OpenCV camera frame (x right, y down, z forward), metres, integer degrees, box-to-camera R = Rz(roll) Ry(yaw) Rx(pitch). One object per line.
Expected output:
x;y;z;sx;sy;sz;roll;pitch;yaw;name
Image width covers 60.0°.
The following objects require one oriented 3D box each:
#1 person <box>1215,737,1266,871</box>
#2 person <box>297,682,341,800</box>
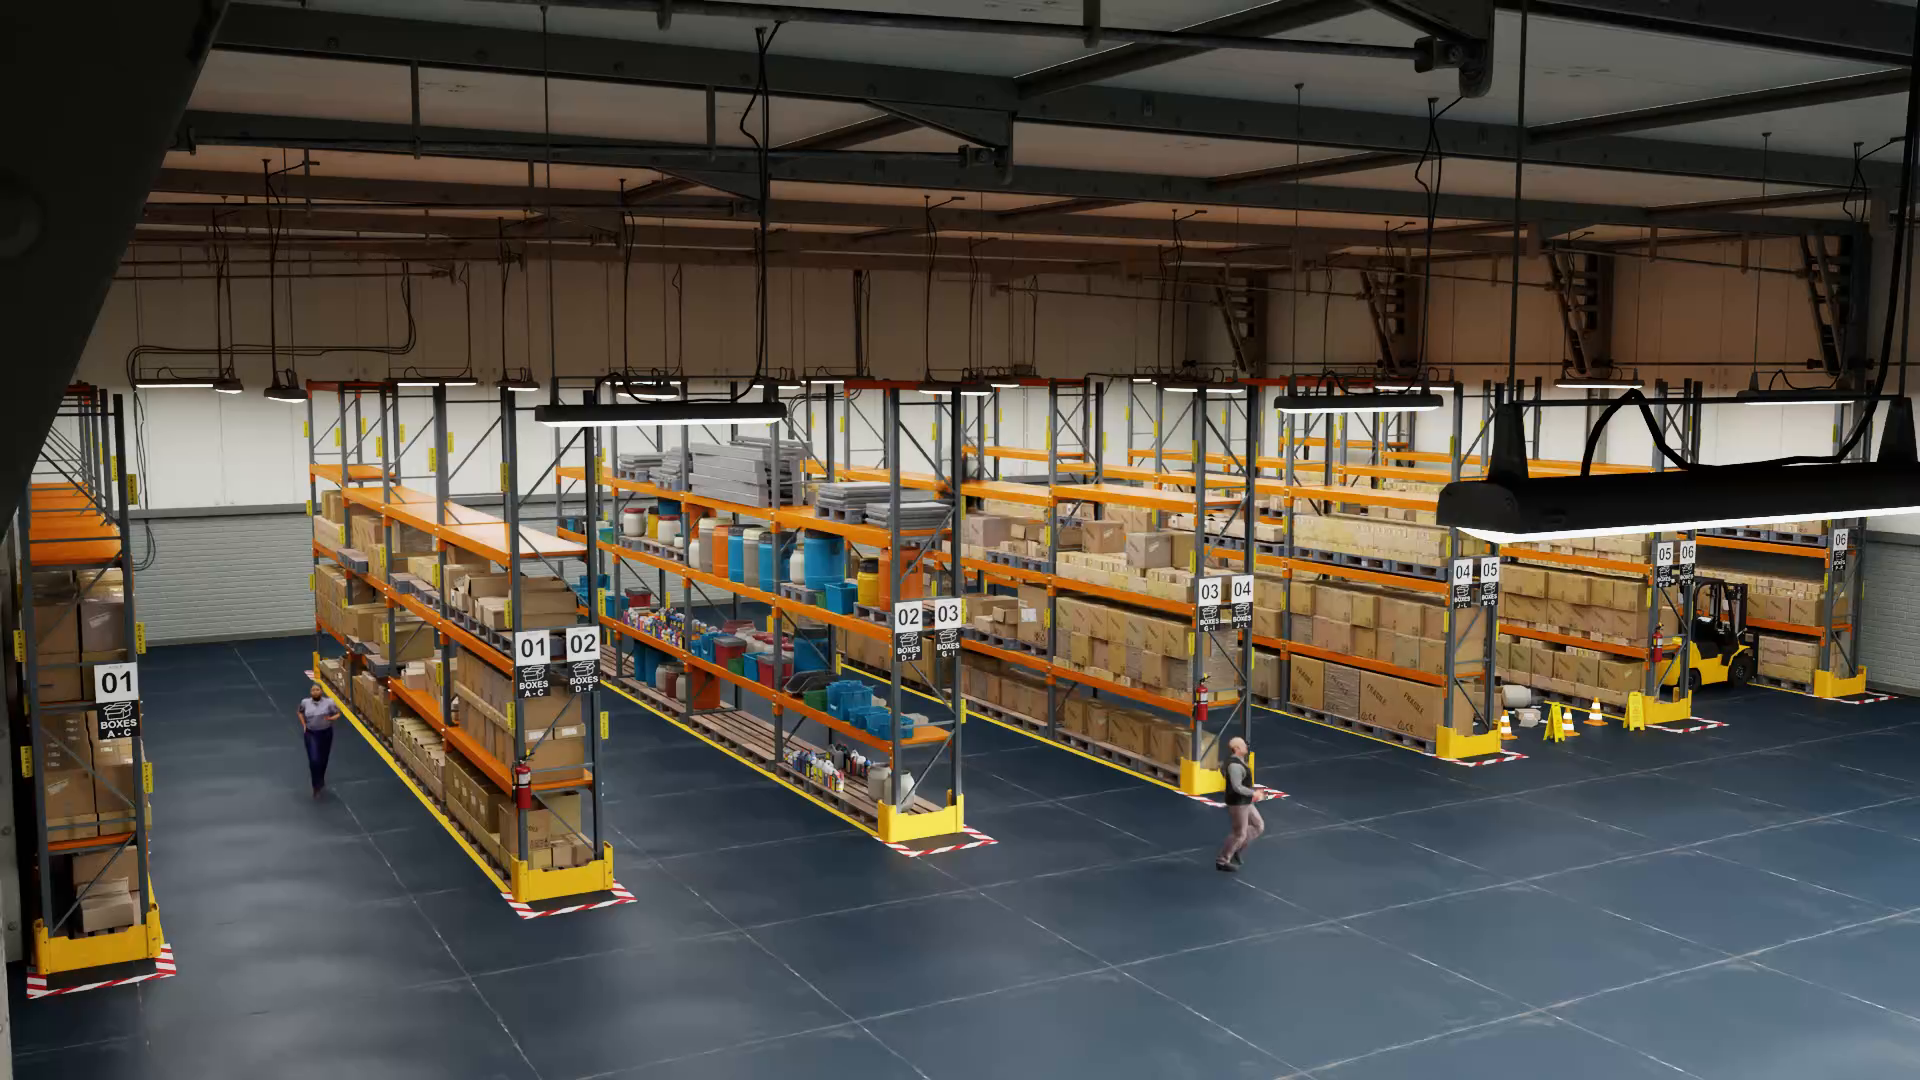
3.506;3.284;20.770;0.619;1.673;0.672;1;6;9;person
-9.419;2.923;24.490;0.581;1.702;0.814;-3;7;-27;person
